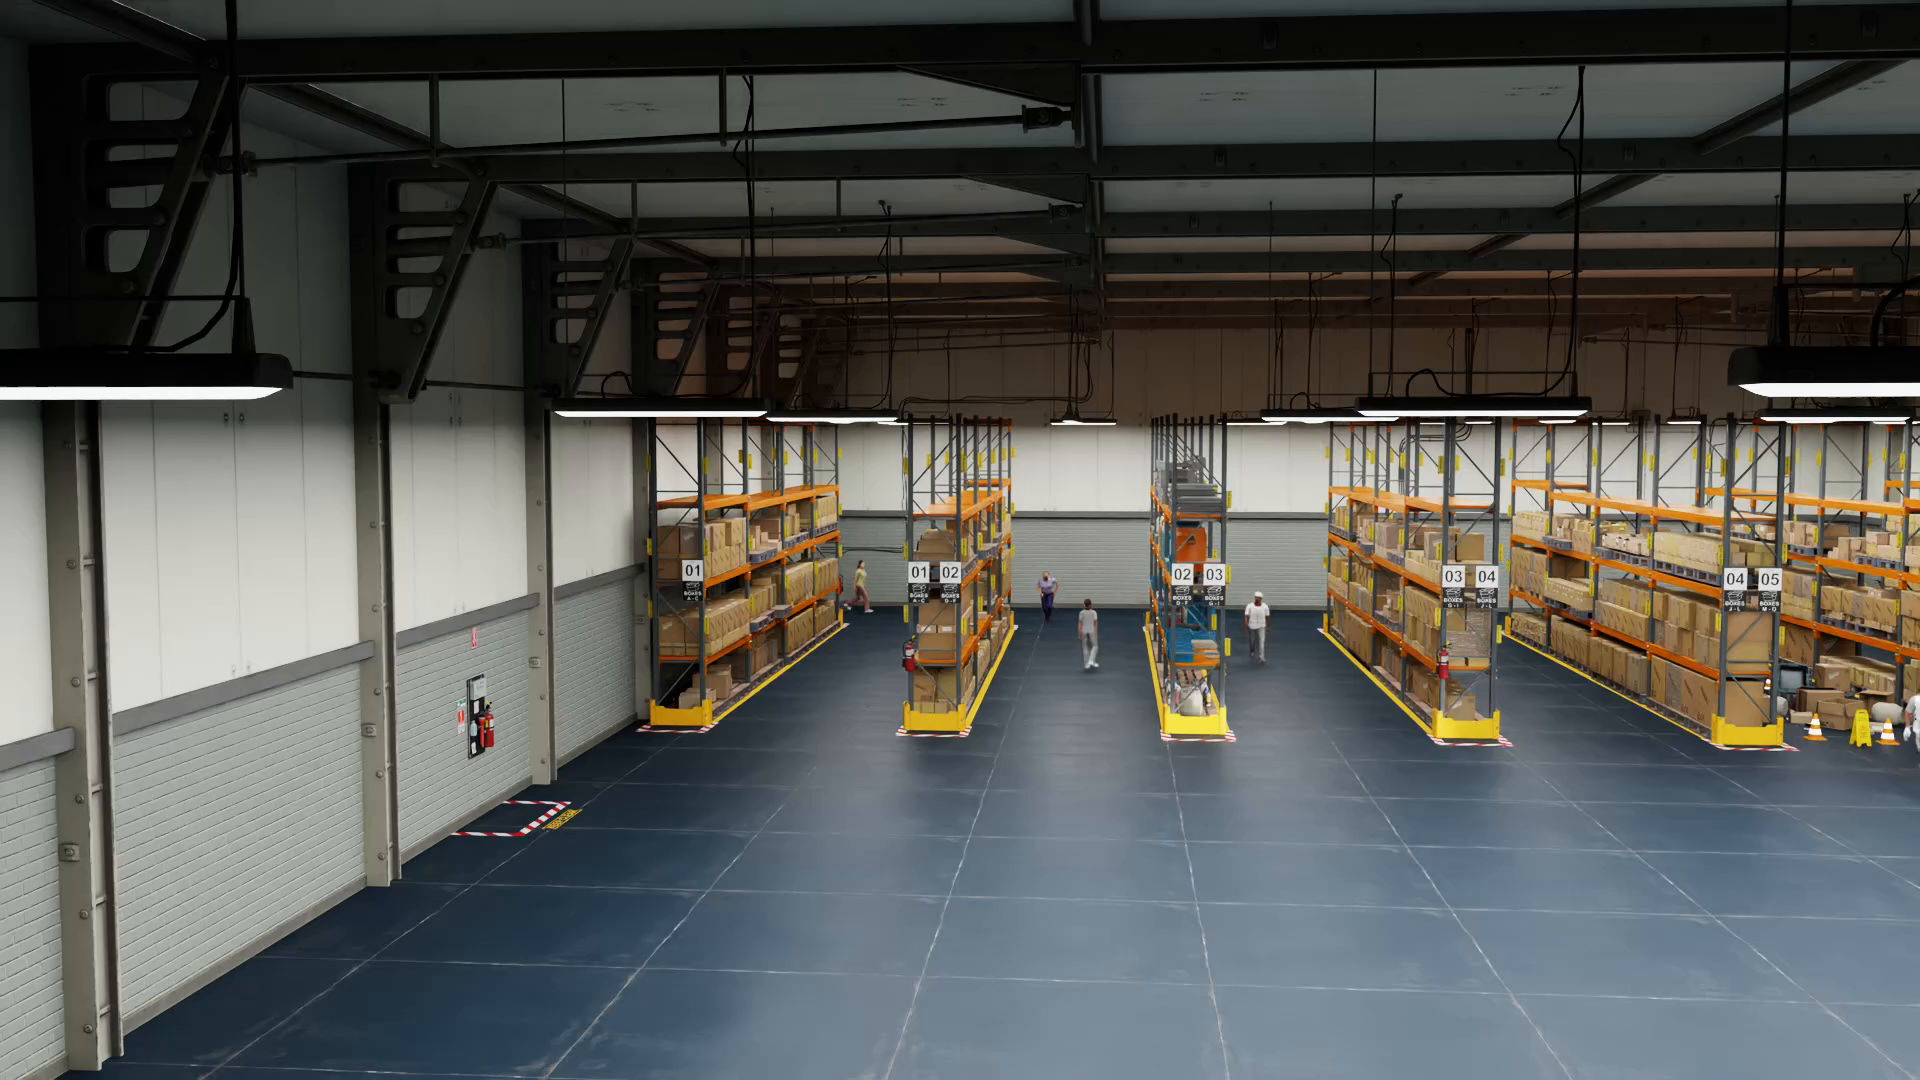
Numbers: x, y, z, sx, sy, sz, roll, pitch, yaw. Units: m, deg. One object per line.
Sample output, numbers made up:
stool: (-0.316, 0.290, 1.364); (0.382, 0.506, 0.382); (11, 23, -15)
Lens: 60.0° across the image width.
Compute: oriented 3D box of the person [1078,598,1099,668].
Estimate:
person: (3.064, 2.229, 39.634); (0.493, 1.669, 0.503); (0, 4, 5)

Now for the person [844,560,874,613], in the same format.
person: (-3.135, 1.432, 51.610); (1.000, 1.624, 0.430); (1, 4, 12)

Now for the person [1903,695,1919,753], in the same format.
person: (15.564, 3.076, 26.791); (0.607, 1.696, 0.798); (1, 4, 17)

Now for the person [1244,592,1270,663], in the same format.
person: (7.280, 2.121, 40.732); (0.673, 1.714, 1.093); (0, 4, 1)

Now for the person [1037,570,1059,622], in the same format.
person: (2.586, 1.657, 48.880); (0.630, 1.561, 0.748); (1, 4, 15)
